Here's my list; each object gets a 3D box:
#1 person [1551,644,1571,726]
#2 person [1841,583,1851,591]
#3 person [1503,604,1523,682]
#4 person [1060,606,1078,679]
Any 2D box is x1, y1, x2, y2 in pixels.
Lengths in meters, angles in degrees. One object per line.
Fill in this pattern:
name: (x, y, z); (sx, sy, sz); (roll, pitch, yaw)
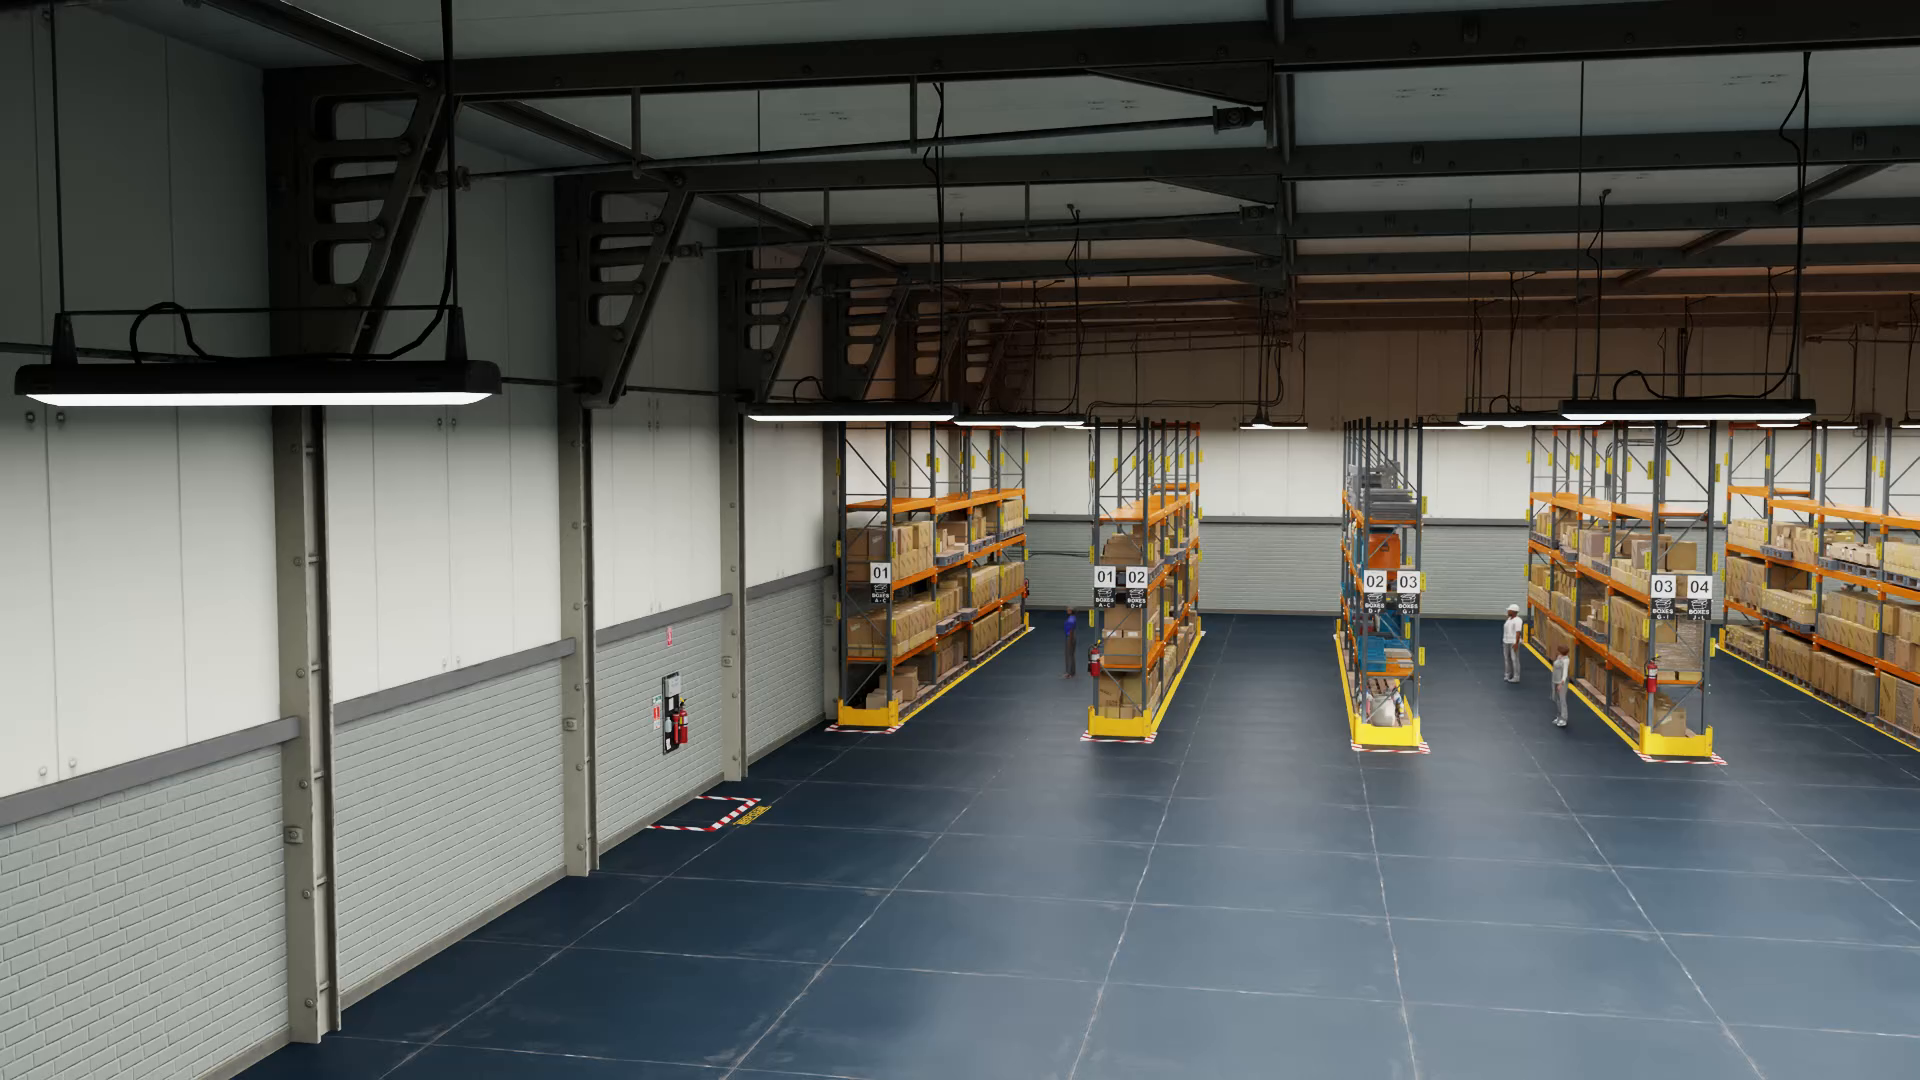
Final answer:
person: (11.722, 2.836, 32.483); (0.337, 1.619, 0.504); (-1, 4, -9)
person: (23.769, 1.974, 44.648); (0.485, 1.671, 0.455); (1, 4, 9)
person: (12.684, 2.362, 38.188); (0.429, 1.770, 0.573); (-2, 4, -25)
person: (2.539, 2.383, 38.812); (0.409, 1.673, 0.569); (0, 4, 3)
